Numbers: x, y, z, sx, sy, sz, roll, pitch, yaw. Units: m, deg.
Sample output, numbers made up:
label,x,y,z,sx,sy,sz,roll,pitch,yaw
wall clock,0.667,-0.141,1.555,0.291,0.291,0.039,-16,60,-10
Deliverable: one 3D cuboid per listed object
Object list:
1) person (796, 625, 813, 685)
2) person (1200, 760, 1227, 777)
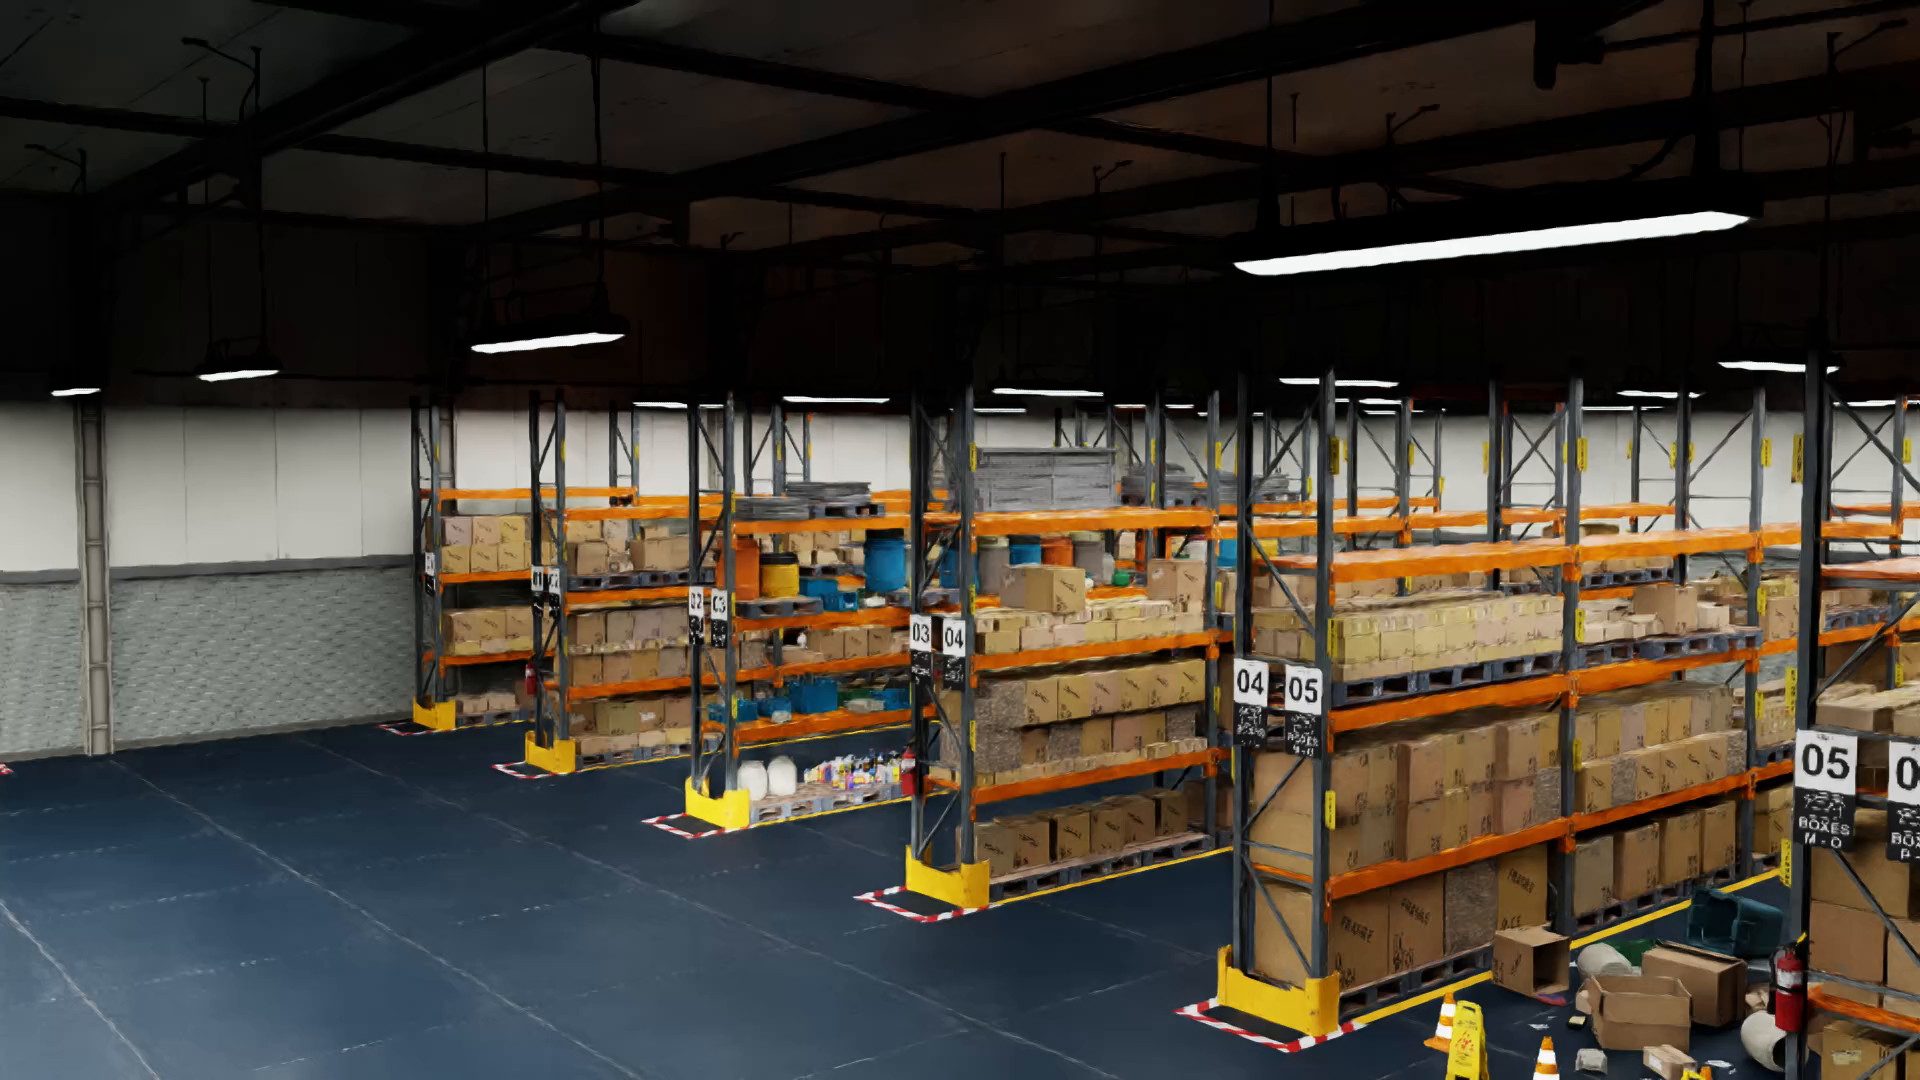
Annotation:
label,x,y,z,sx,sy,sz,roll,pitch,yaw
person,-2.990,2.402,32.471,0.420,1.676,0.534,1,4,23
person,3.532,2.900,23.672,1.194,1.698,0.598,-3,4,-37
